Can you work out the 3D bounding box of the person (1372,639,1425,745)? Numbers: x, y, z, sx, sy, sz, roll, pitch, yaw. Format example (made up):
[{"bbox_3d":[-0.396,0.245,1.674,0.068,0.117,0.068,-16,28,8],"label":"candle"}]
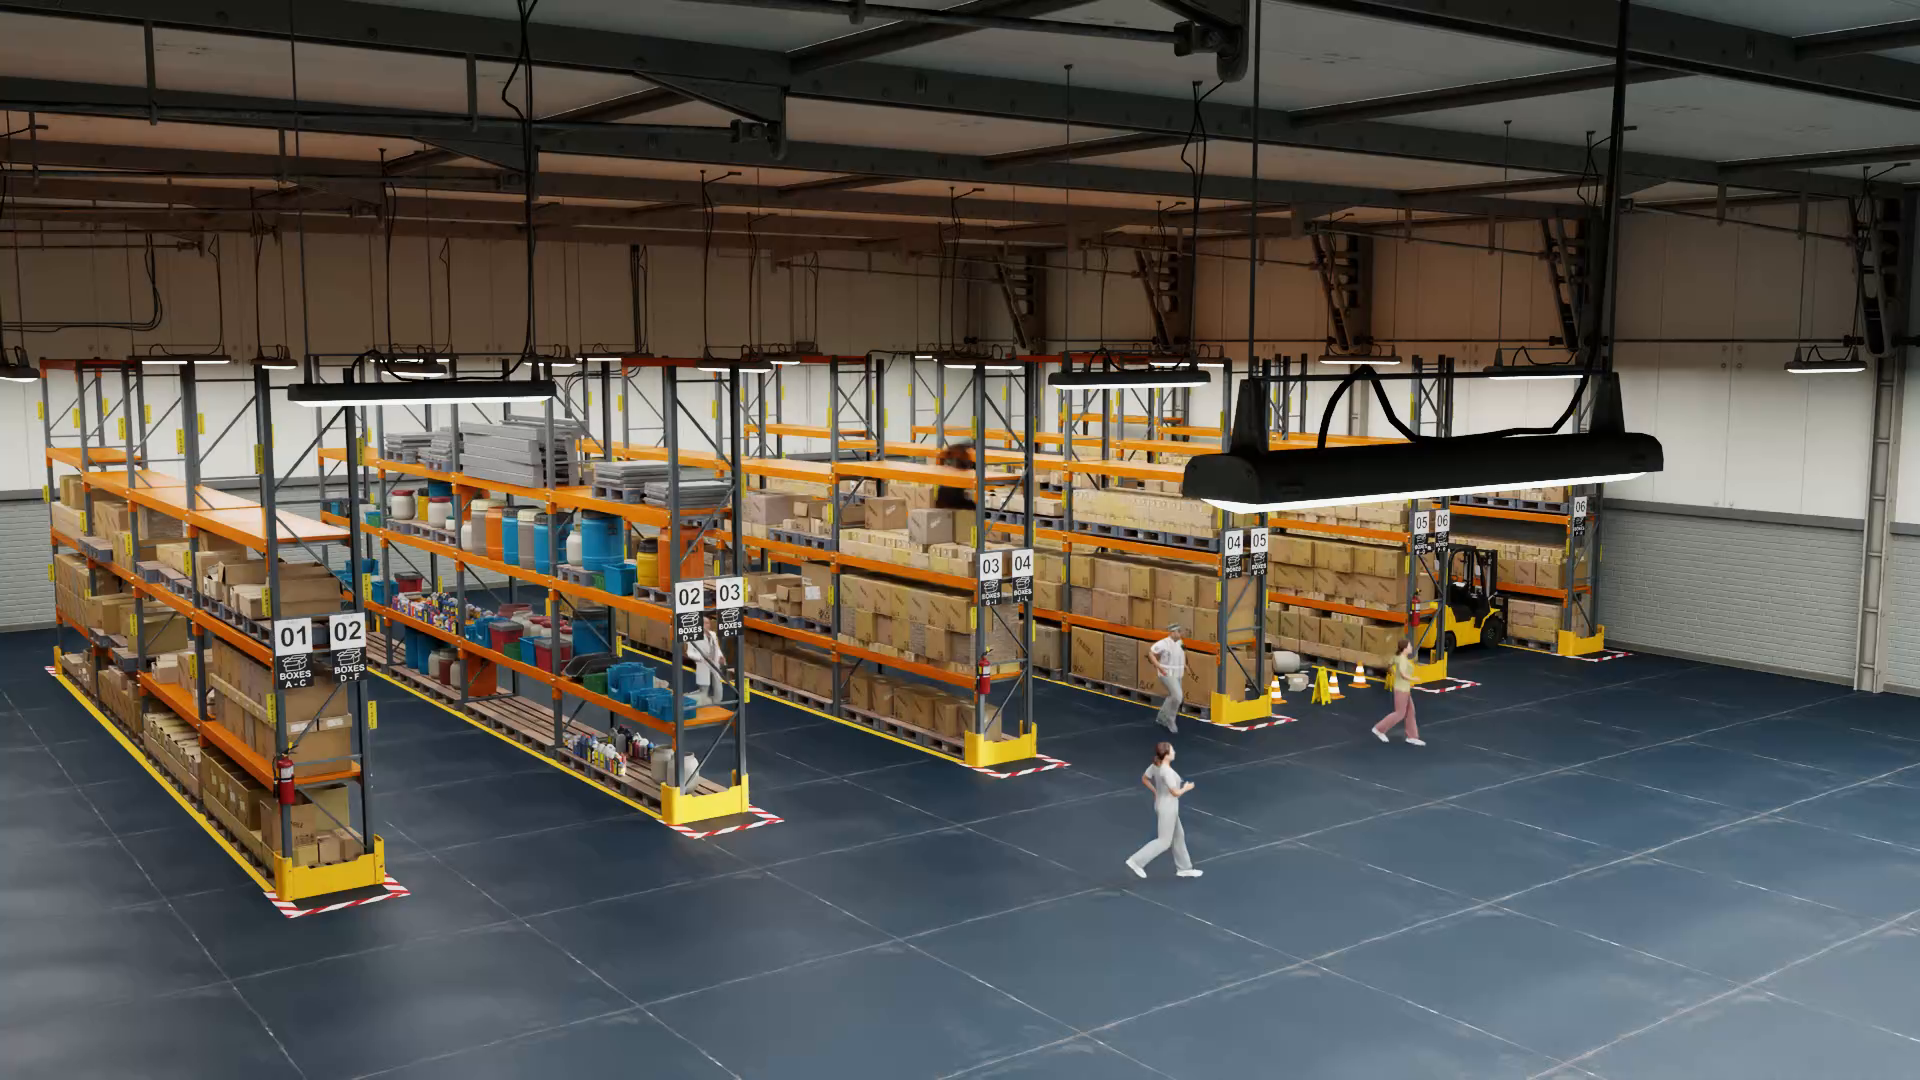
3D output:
[{"bbox_3d":[6.887,2.382,26.039,0.848,1.688,0.598,1,7,6],"label":"person"}]

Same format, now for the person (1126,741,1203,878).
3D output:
[{"bbox_3d":[2.394,3.160,19.432,0.963,1.643,0.569,-1,7,-11],"label":"person"}]

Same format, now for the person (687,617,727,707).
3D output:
[{"bbox_3d":[-4.224,2.146,27.686,0.876,1.740,0.721,7,10,44],"label":"person"}]

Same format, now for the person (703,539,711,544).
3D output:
[{"bbox_3d":[-6.104,0.776,39.568,0.651,1.654,0.699,-2,7,-17],"label":"person"}]

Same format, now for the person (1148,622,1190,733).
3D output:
[{"bbox_3d":[3.454,2.227,27.092,0.673,1.804,0.678,-6,9,-43],"label":"person"}]
